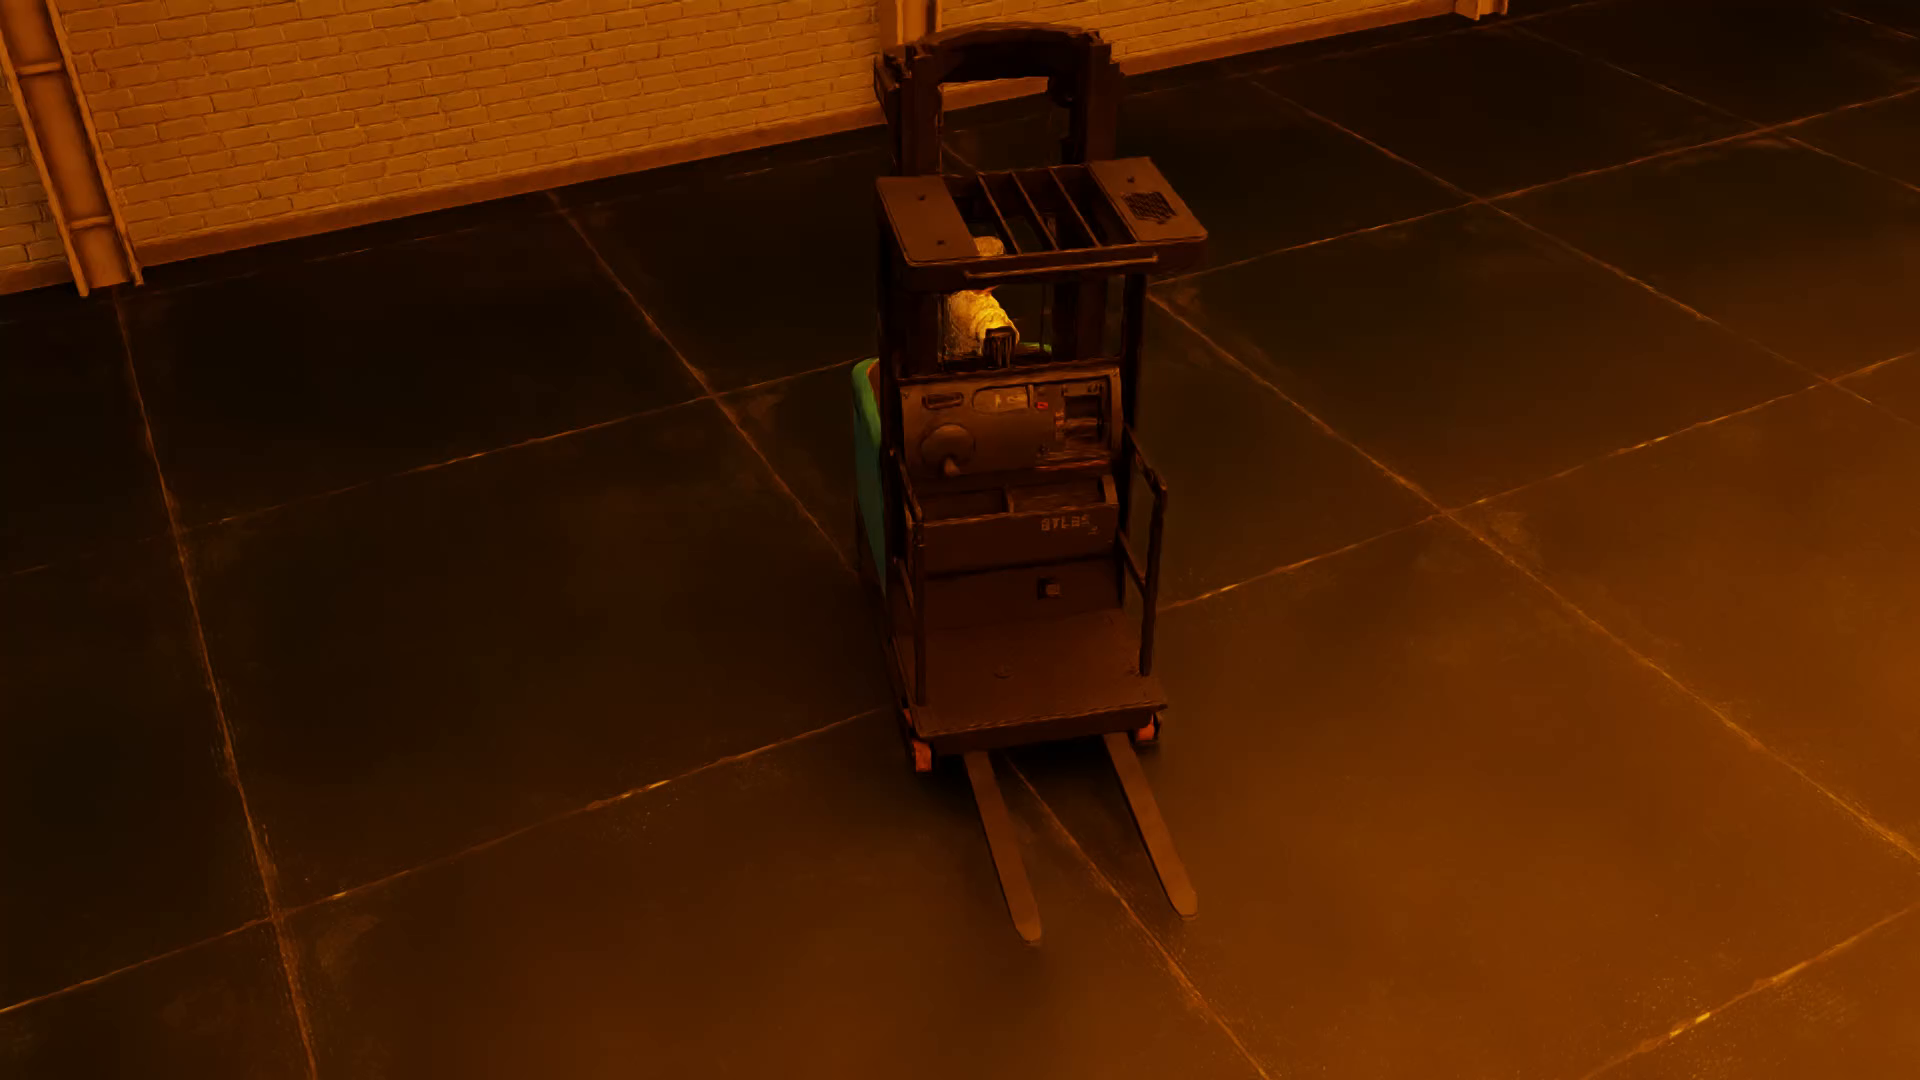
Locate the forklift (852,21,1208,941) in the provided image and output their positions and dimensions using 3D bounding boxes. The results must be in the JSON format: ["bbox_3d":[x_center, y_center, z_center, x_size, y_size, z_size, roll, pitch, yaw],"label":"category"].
[{"bbox_3d":[0.263,-0.422,6.720,1.130,2.935,3.031,-7,36,-9],"label":"forklift"}]

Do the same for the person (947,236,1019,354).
[{"bbox_3d":[0.151,-0.726,8.285,0.655,1.630,0.596,-19,39,-25],"label":"person"}]
